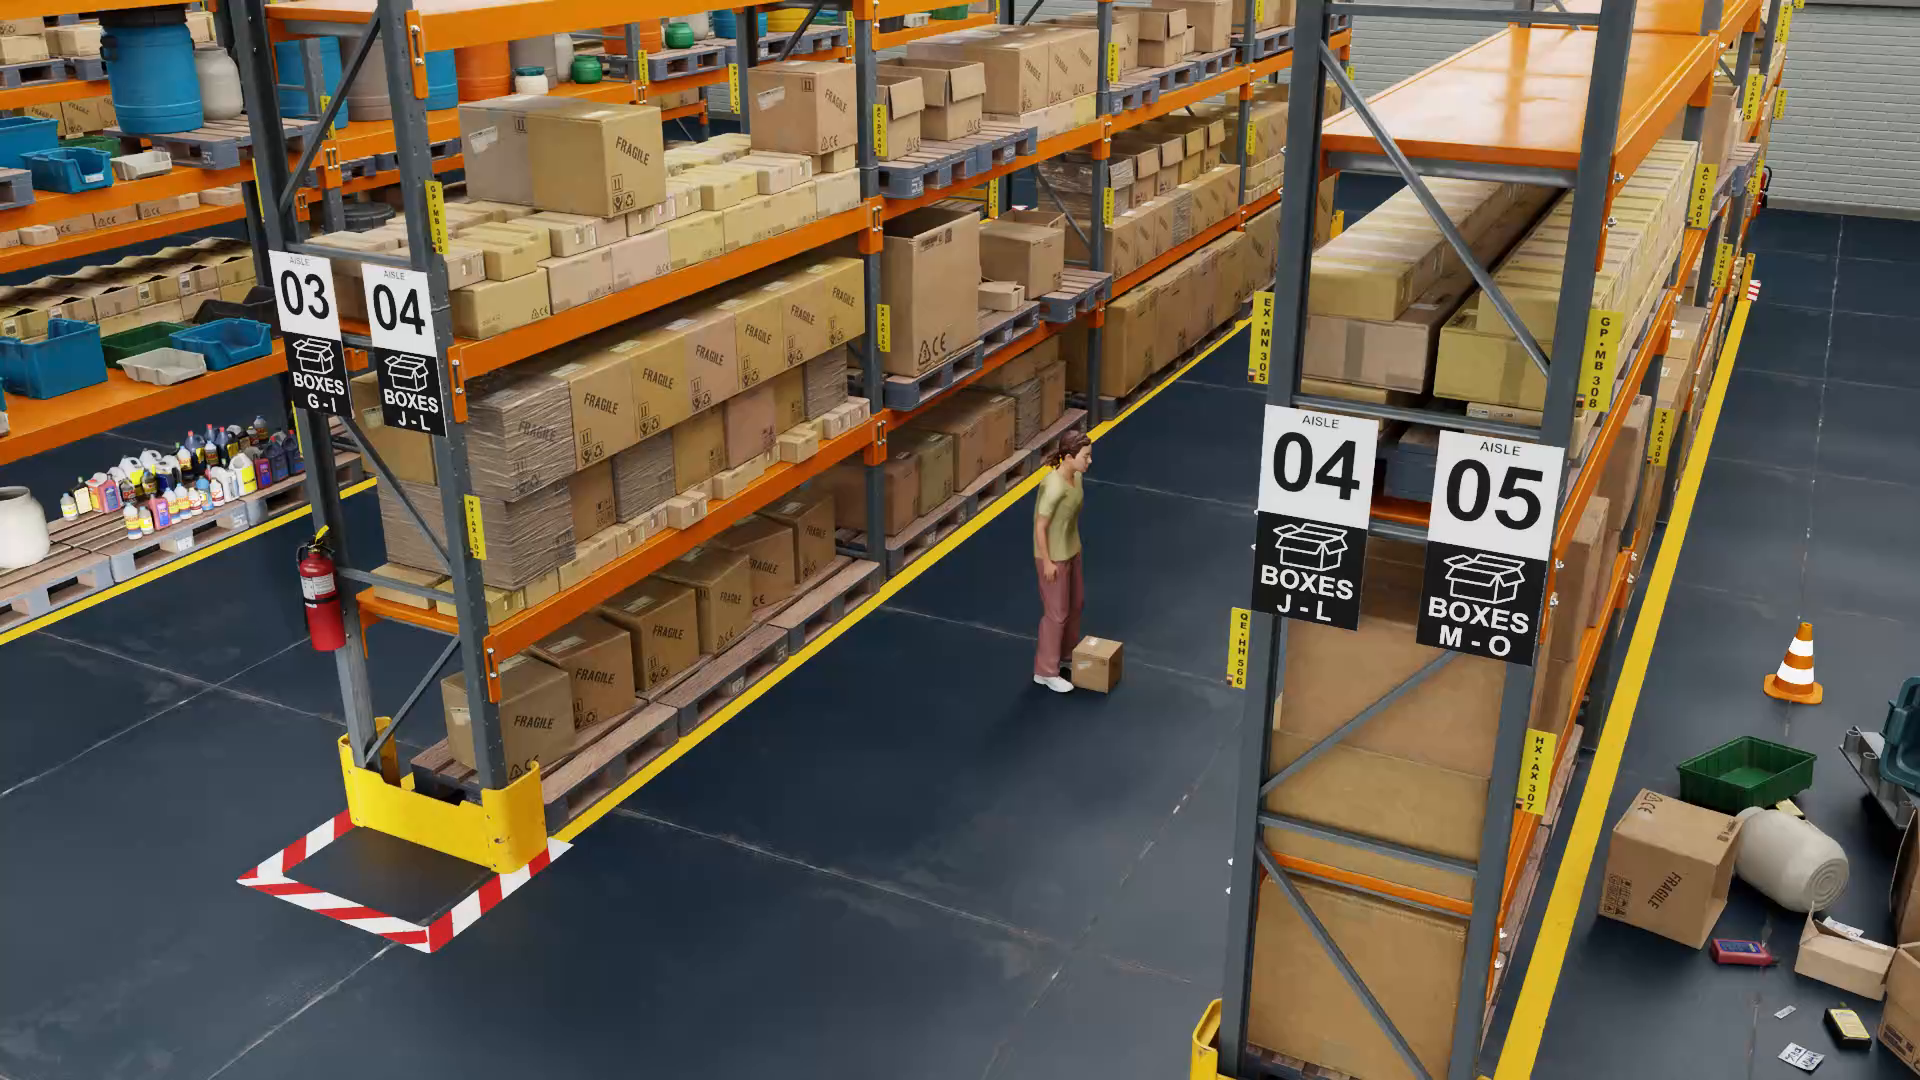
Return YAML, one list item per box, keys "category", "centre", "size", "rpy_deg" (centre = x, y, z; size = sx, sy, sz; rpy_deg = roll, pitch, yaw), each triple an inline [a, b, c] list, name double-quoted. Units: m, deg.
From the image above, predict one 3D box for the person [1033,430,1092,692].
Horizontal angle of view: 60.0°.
- category: "person"
  centre: [0.651, 0.104, 10.493]
  size: [0.360, 1.668, 0.496]
  rpy_deg: [11, 25, 24]
